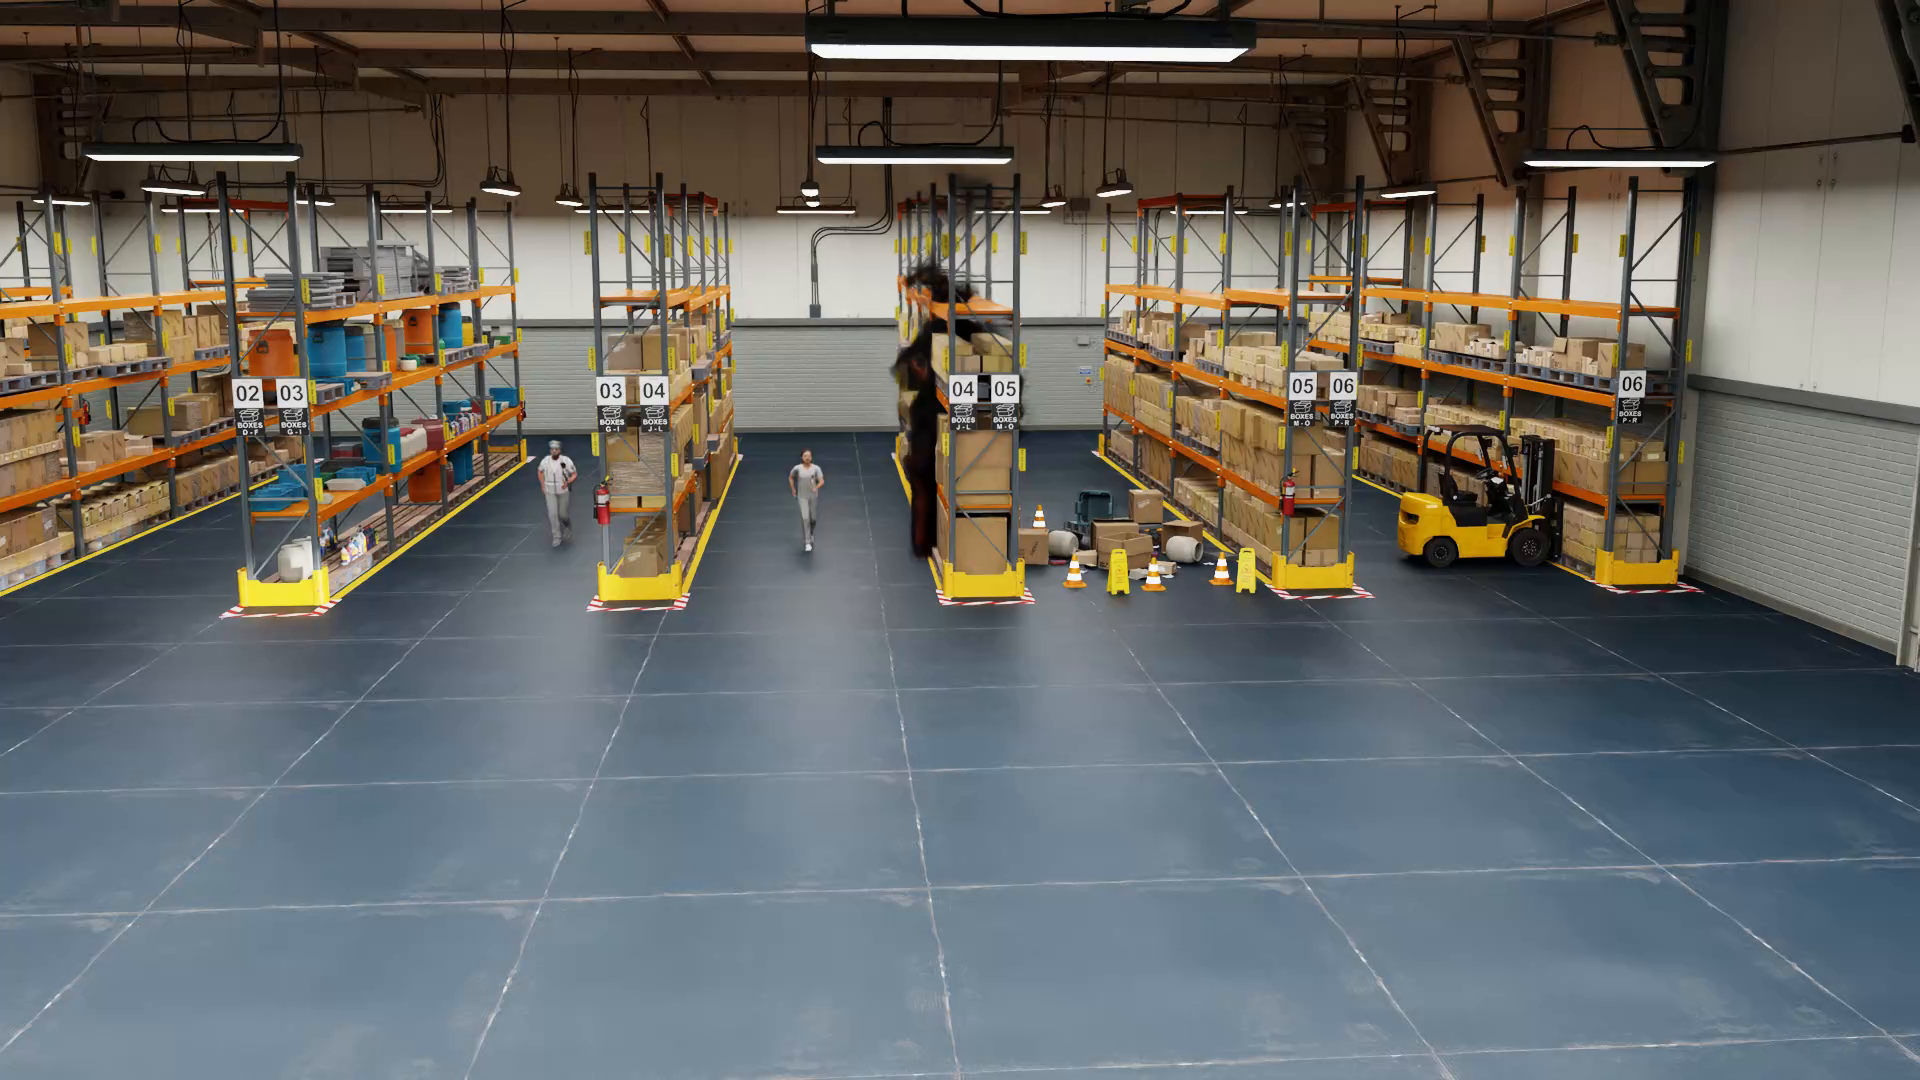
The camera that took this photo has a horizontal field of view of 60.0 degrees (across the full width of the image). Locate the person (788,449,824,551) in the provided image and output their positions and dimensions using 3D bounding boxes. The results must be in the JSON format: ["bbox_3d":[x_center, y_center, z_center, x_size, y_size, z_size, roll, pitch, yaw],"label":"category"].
[{"bbox_3d":[-2.567,-0.699,27.859,0.579,1.675,0.822,-2,10,-12],"label":"person"}]

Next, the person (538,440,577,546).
[{"bbox_3d":[-6.861,-0.827,28.364,0.674,1.783,0.803,-1,10,-6],"label":"person"}]
